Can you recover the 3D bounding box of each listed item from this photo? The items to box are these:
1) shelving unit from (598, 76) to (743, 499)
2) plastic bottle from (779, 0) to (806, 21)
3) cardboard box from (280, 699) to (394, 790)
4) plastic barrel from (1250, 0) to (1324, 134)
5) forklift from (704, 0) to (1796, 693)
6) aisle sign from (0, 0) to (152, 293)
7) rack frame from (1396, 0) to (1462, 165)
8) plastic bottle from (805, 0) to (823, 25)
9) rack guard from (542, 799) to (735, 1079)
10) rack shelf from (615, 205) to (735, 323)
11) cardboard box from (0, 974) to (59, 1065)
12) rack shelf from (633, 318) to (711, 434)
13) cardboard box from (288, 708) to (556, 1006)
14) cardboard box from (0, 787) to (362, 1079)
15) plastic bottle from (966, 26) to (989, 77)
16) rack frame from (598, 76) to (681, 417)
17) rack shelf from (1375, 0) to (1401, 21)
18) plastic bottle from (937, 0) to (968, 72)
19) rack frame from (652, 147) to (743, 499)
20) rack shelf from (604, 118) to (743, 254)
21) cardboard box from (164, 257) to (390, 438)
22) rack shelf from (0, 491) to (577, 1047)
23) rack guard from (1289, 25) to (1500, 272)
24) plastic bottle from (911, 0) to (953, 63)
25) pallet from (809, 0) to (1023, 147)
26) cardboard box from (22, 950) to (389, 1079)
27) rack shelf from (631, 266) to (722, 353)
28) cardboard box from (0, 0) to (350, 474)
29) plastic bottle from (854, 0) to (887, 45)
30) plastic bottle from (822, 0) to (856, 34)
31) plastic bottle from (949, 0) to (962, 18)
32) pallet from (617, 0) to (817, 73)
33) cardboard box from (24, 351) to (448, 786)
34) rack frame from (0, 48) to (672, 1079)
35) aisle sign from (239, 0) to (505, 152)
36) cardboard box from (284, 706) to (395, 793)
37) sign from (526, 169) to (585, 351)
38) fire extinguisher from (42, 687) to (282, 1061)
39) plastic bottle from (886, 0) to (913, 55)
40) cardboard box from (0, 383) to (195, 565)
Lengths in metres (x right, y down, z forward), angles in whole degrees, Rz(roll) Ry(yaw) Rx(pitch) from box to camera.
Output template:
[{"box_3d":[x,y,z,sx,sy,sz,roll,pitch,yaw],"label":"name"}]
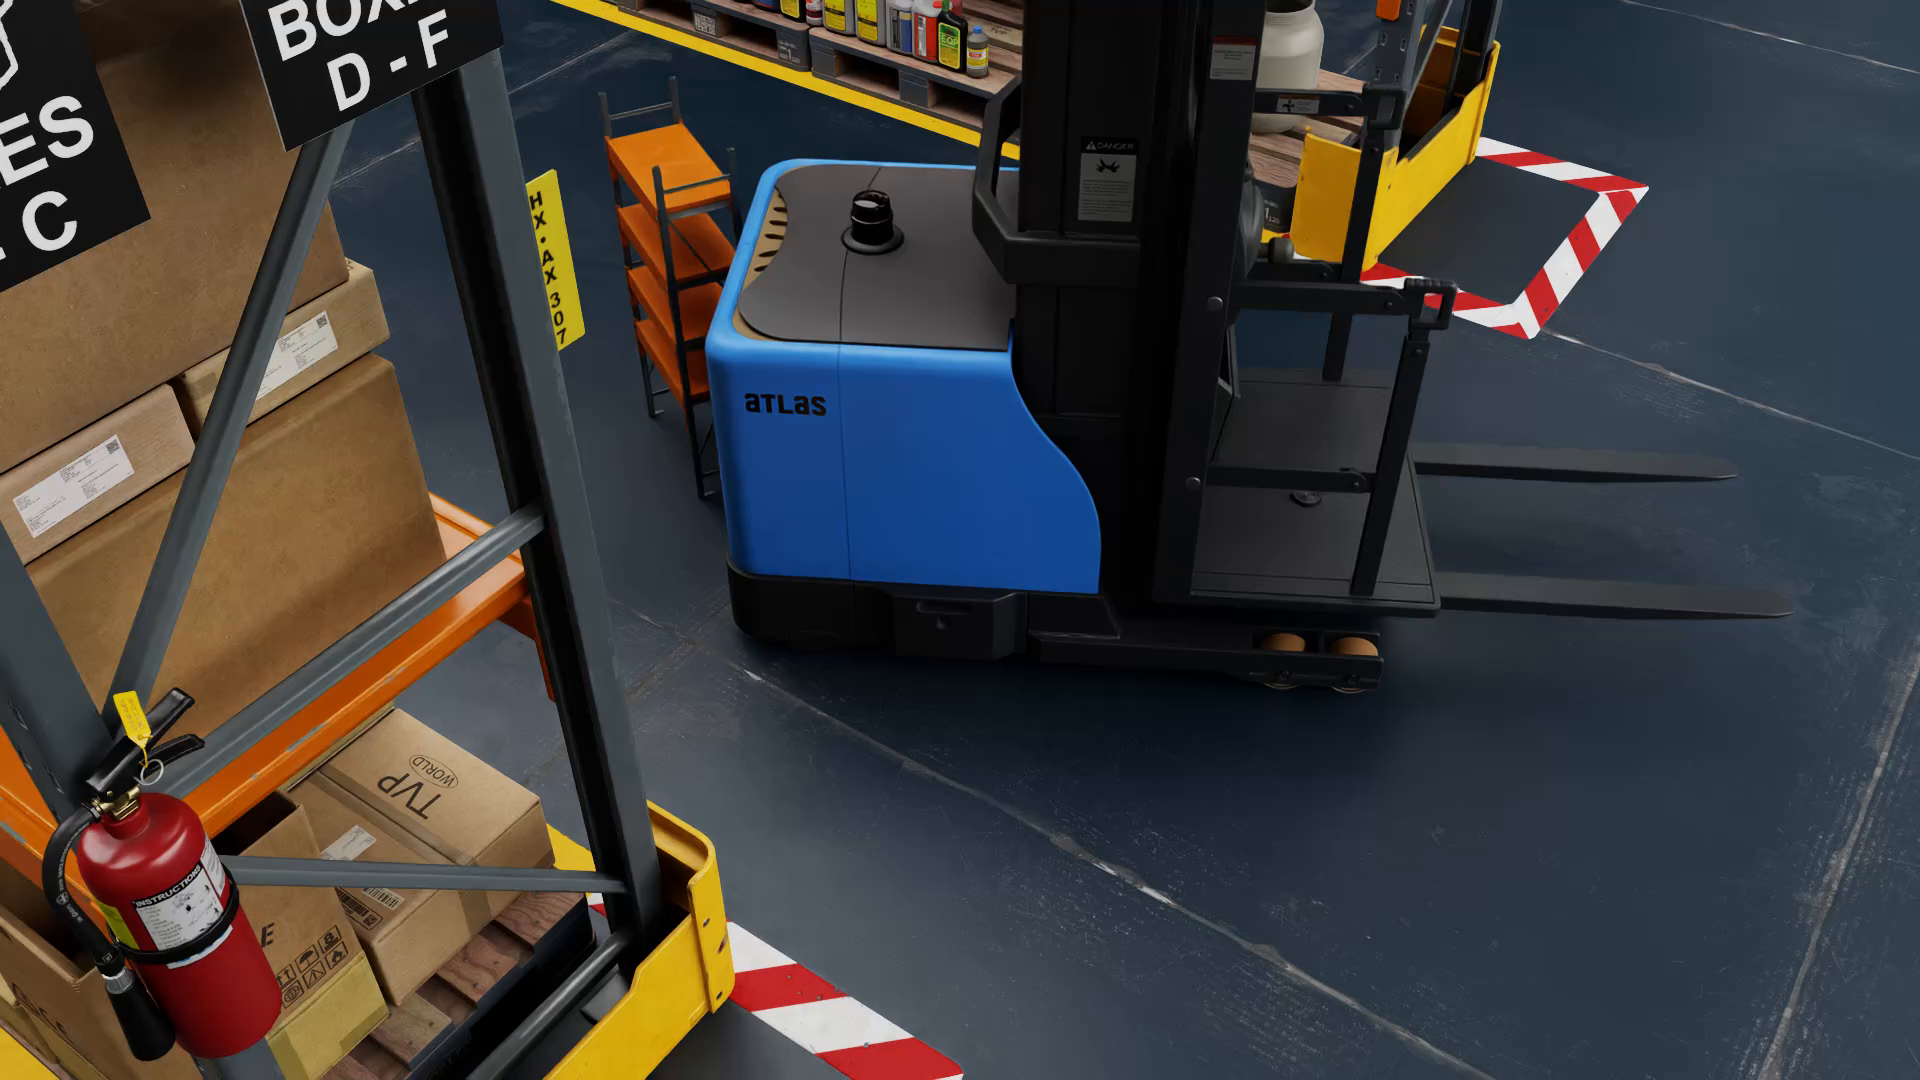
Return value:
[{"box_3d":[-0.854,-0.765,5.205,0.258,1.200,0.503,-19,45,-20],"label":"shelving unit"},{"box_3d":[-0.757,-2.500,7.502,0.133,0.283,0.061,27,48,27],"label":"plastic bottle"},{"box_3d":[-1.739,0.264,3.891,0.500,0.500,0.500,25,48,25],"label":"cardboard box"},{"box_3d":[1.247,-1.950,6.731,0.421,0.512,0.421,0,42,0],"label":"plastic barrel"},{"box_3d":[-0.033,-2.774,5.576,5.200,3.703,5.355,3,42,3],"label":"forklift"},{"box_3d":[-1.132,-0.591,1.712,0.004,0.787,0.394,25,48,25],"label":"aisle sign"},{"box_3d":[1.832,-2.512,5.808,0.053,2.616,0.949,25,48,25],"label":"rack frame"},{"box_3d":[-0.650,-2.434,7.490,0.097,0.201,0.097,0,42,0],"label":"plastic bottle"},{"box_3d":[-0.998,1.133,3.609,0.348,0.500,1.175,25,48,25],"label":"rack guard"},{"box_3d":[-0.854,-0.881,5.100,0.258,0.148,0.480,-19,45,-20],"label":"rack shelf"},{"box_3d":[-2.042,0.831,3.818,0.500,0.250,0.500,25,48,25],"label":"cardboard box"},{"box_3d":[-0.853,-0.567,5.382,0.258,0.148,0.480,-19,45,-20],"label":"rack shelf"},{"box_3d":[-1.329,0.734,3.928,0.500,0.250,0.500,25,48,25],"label":"cardboard box"},{"box_3d":[-1.627,0.738,3.360,0.500,0.500,0.500,25,48,25],"label":"cardboard box"},{"box_3d":[0.074,-2.096,7.111,0.097,0.201,0.097,0,42,0],"label":"plastic bottle"},{"box_3d":[-0.963,-0.910,5.367,0.240,1.200,0.015,-19,45,-20],"label":"rack frame"},{"box_3d":[0.192,-3.008,6.902,4.000,0.370,1.077,25,48,25],"label":"rack shelf"},{"box_3d":[-0.032,-2.161,7.123,0.133,0.283,0.061,26,48,26],"label":"plastic bottle"},{"box_3d":[-0.744,-0.620,5.042,0.240,1.200,0.015,-19,45,-20],"label":"rack frame"},{"box_3d":[-0.854,-1.058,4.943,0.258,0.148,0.480,-19,45,-20],"label":"rack shelf"},{"box_3d":[-1.215,-0.355,2.835,0.250,0.149,0.380,25,47,25],"label":"cardboard box"},{"box_3d":[-2.655,-0.306,3.881,4.000,0.370,1.077,25,48,25],"label":"rack shelf"},{"box_3d":[1.741,-1.583,6.644,0.348,0.500,1.175,25,48,25],"label":"rack guard"},{"box_3d":[-0.116,-2.235,7.211,0.135,0.276,0.152,25,48,26],"label":"plastic bottle"},{"box_3d":[0.084,-2.256,7.613,1.213,0.211,1.003,25,48,25],"label":"pallet"},{"box_3d":[-1.626,1.016,3.612,0.500,0.250,0.500,25,48,25],"label":"cardboard box"},{"box_3d":[-0.854,-0.744,5.223,0.221,0.050,0.457,-19,45,-20],"label":"rack shelf"},{"box_3d":[-1.436,-0.535,2.550,0.500,0.500,0.700,25,48,25],"label":"cardboard box"},{"box_3d":[-0.368,-2.377,7.314,0.185,0.351,0.144,27,48,27],"label":"plastic bottle"},{"box_3d":[-0.520,-2.448,7.393,0.185,0.351,0.144,25,47,25],"label":"plastic bottle"},{"box_3d":[-0.056,-2.296,7.274,0.133,0.283,0.061,25,48,25],"label":"plastic bottle"},{"box_3d":[-0.919,-2.723,8.135,1.213,0.211,1.003,25,48,25],"label":"pallet"},{"box_3d":[-1.392,-0.031,2.960,0.500,0.500,0.700,25,48,25],"label":"cardboard box"},{"box_3d":[-1.017,0.192,2.786,0.127,3.000,1.000,25,48,25],"label":"rack frame"},{"box_3d":[-0.788,-0.919,2.078,0.004,0.787,0.394,25,48,25],"label":"aisle sign"},{"box_3d":[-1.740,0.544,4.139,0.500,0.250,0.500,25,48,25],"label":"cardboard box"},{"box_3d":[-0.694,-0.461,2.807,0.005,0.325,0.100,25,48,25],"label":"sign"},{"box_3d":[-1.187,0.520,2.478,0.183,0.674,0.296,25,48,25],"label":"fire extinguisher"},{"box_3d":[-0.230,-2.288,7.270,0.135,0.276,0.152,24,47,24],"label":"plastic bottle"},{"box_3d":[-1.440,-0.129,2.583,0.250,0.149,0.380,24,47,25],"label":"cardboard box"}]
